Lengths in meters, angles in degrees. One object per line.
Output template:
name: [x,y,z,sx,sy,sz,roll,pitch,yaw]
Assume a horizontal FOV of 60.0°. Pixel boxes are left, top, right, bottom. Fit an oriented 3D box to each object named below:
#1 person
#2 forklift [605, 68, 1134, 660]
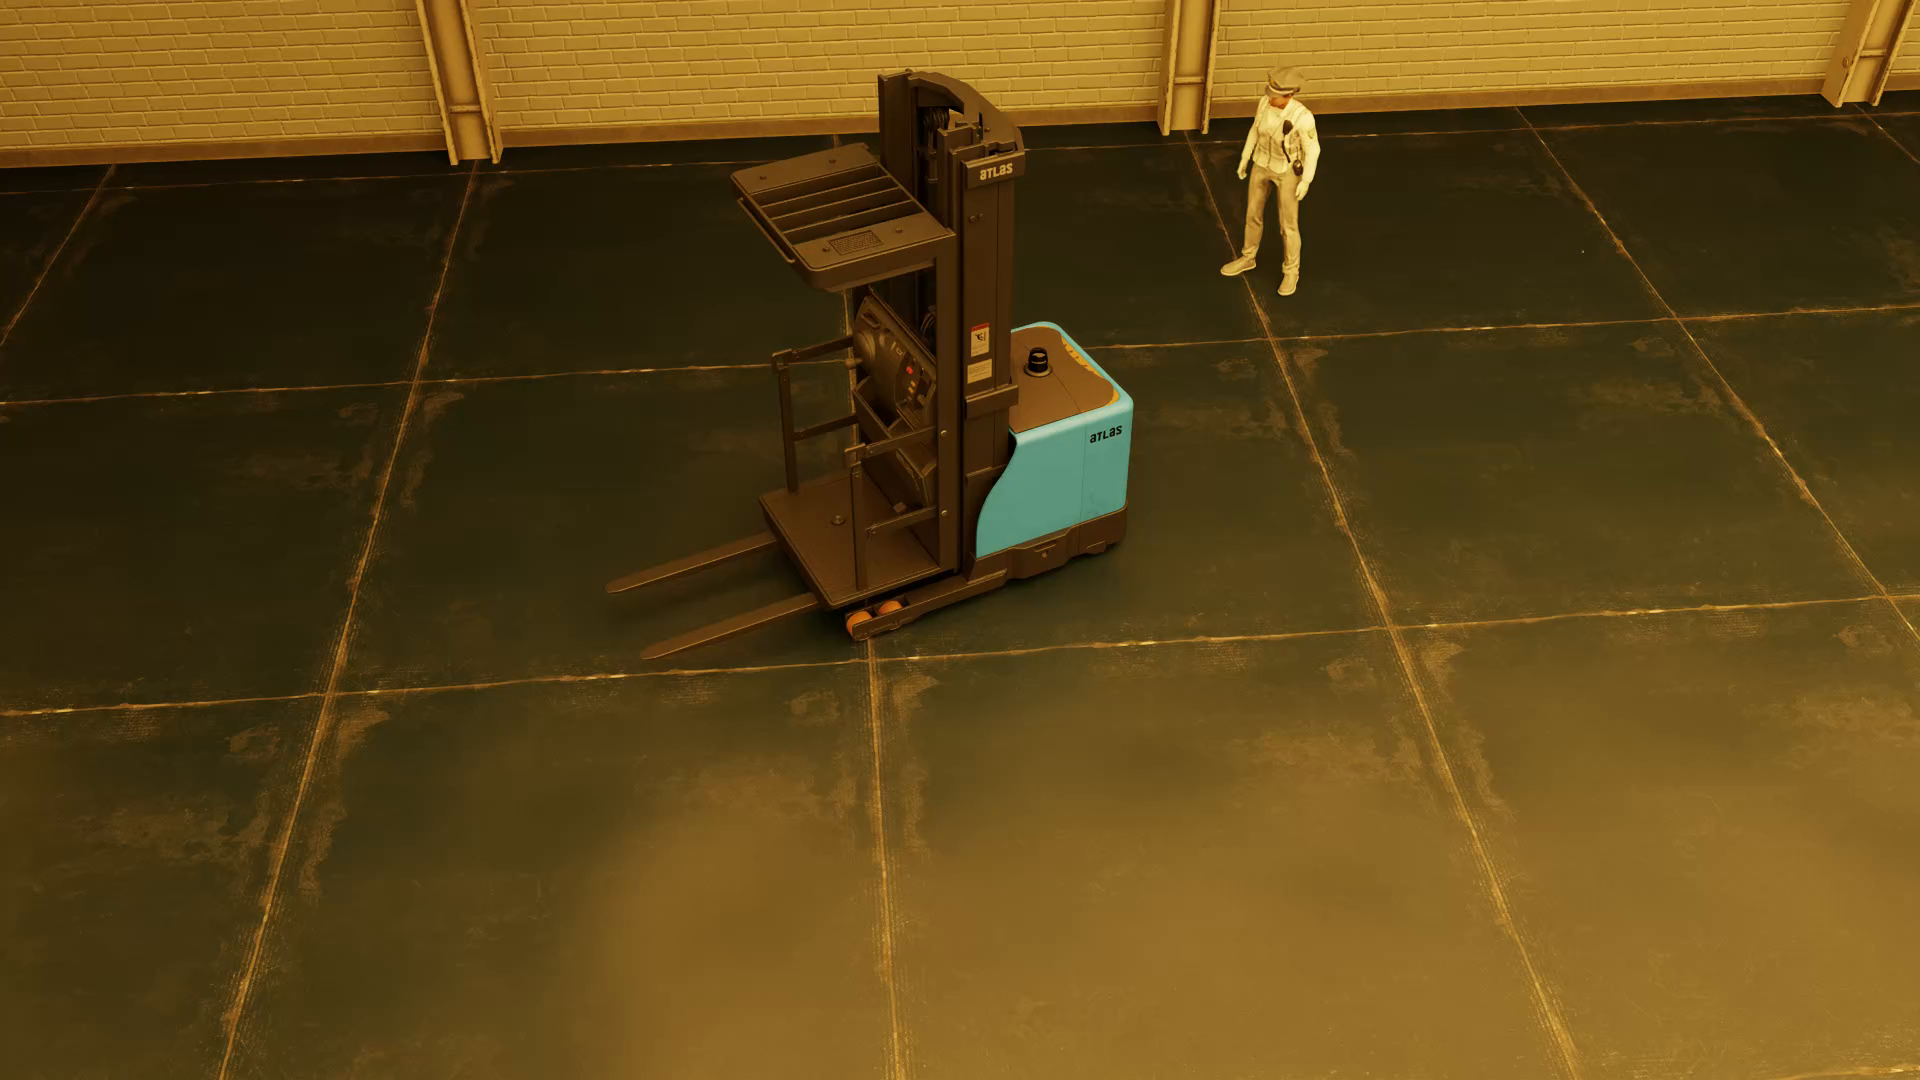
person: [2.279,-2.620,11.985,0.633,1.666,0.436,30,49,30]
forklift: [-0.541,-0.933,9.029,3.031,2.935,1.130,-18,44,-20]
